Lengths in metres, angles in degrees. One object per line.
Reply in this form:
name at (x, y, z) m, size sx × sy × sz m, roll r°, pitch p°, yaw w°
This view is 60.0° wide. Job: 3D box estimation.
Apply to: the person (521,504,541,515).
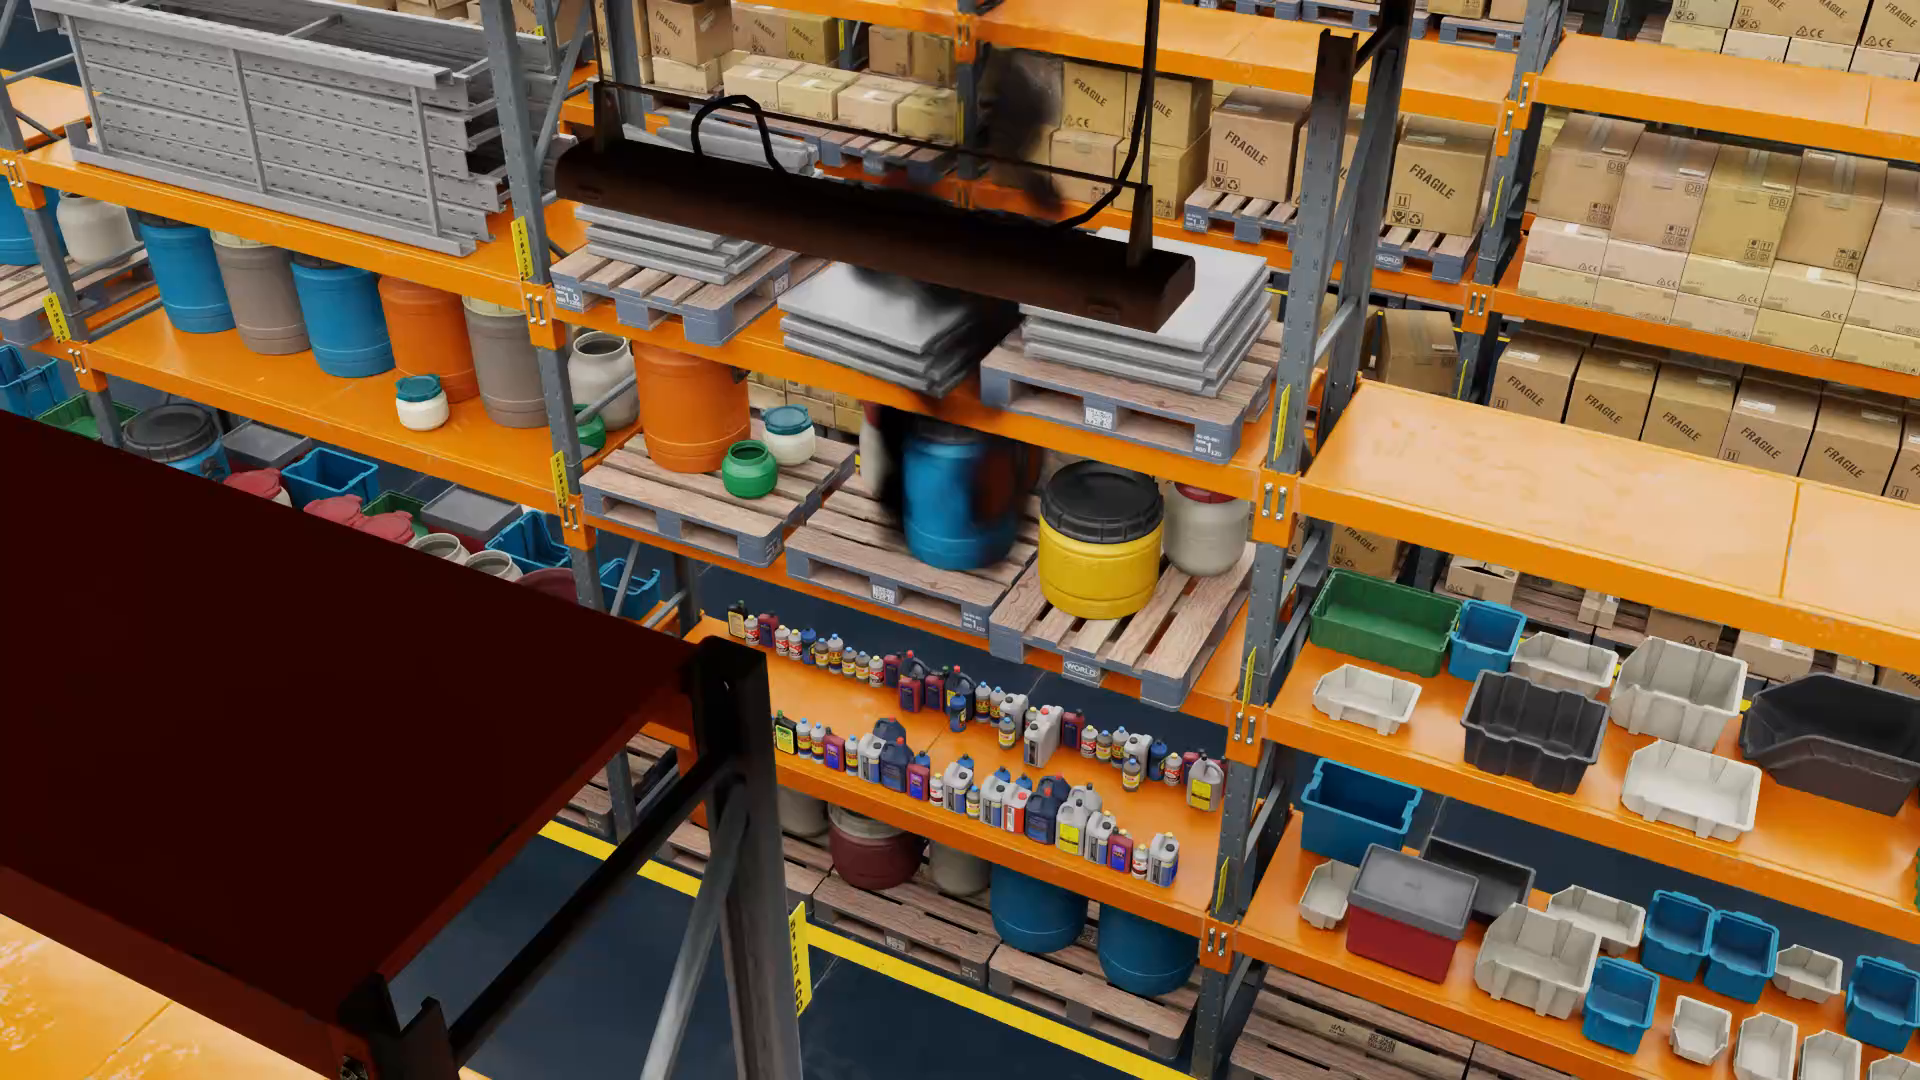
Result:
person at (-3.338, -0.109, 12.640) m, size 0.666 × 1.627 × 0.595 m, roll 12°, pitch 37°, yaw 16°
